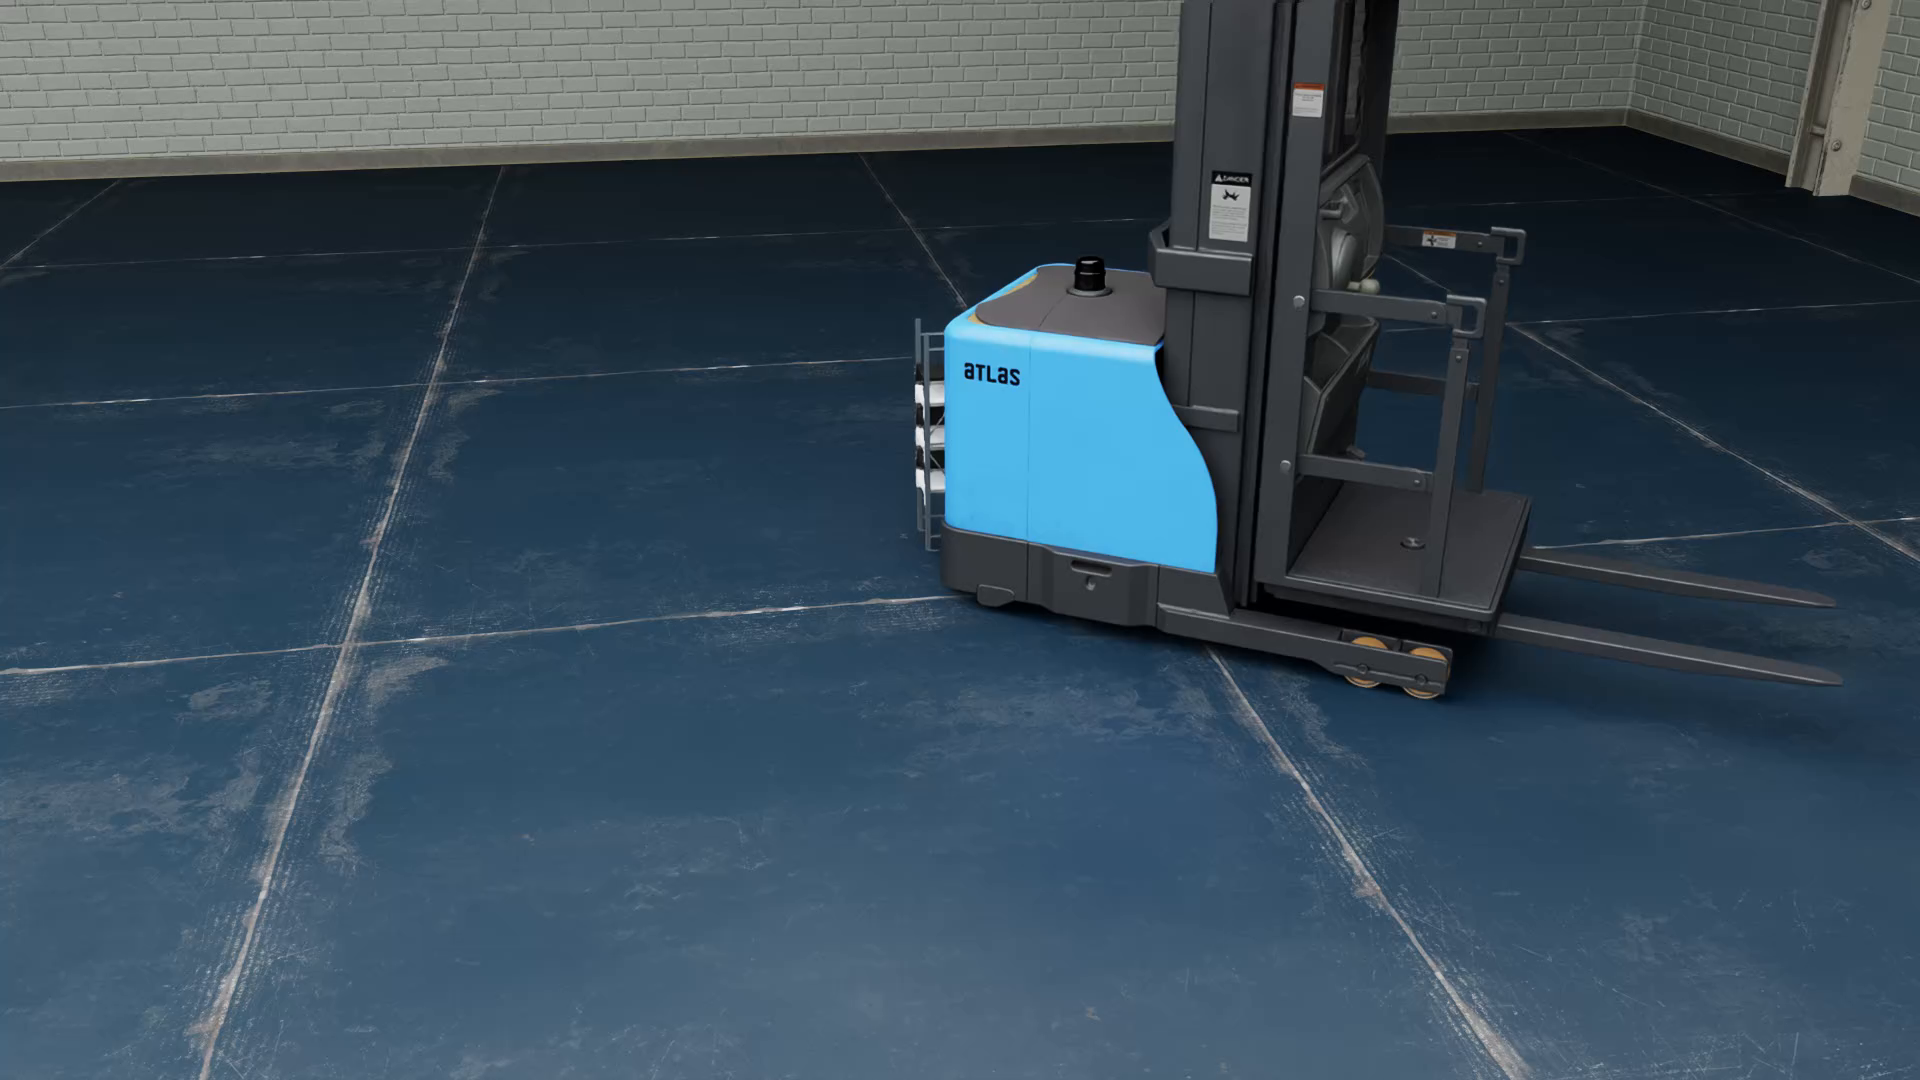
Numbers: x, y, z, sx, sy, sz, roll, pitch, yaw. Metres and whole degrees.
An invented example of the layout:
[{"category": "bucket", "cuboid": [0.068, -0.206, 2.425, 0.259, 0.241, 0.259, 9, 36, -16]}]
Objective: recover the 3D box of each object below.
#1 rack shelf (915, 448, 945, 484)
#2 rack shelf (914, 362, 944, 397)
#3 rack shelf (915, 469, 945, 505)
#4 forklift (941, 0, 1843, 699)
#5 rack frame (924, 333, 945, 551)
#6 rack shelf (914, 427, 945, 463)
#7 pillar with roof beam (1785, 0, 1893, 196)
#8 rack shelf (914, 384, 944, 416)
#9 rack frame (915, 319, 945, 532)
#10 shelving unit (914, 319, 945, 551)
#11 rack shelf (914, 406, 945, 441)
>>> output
[{"category": "rack shelf", "cuboid": [-0.037, -0.303, 6.628, 0.258, 0.077, 0.200, -4, 24, -9]}, {"category": "rack shelf", "cuboid": [-0.037, -0.633, 6.484, 0.258, 0.077, 0.200, -4, 24, -9]}, {"category": "rack shelf", "cuboid": [-0.037, -0.221, 6.664, 0.258, 0.077, 0.200, -4, 24, -9]}, {"category": "forklift", "cuboid": [1.493, -1.056, 5.507, 3.031, 2.935, 1.130, 10, 26, 22]}, {"category": "rack frame", "cuboid": [-0.019, -0.376, 6.487, 0.240, 0.900, 0.006, -4, 24, -9]}, {"category": "rack shelf", "cuboid": [-0.037, -0.386, 6.592, 0.258, 0.077, 0.200, -4, 24, -9]}, {"category": "pillar with roof beam", "cuboid": [2.488, -6.545, 10.493, 9.100, 9.000, 0.400, -4, 24, -10]}, {"category": "rack shelf", "cuboid": [-0.037, -0.551, 6.520, 0.258, 0.077, 0.200, -4, 24, -9]}, {"category": "rack frame", "cuboid": [-0.055, -0.456, 6.671, 0.240, 0.900, 0.006, -4, 24, -9]}, {"category": "shelving unit", "cuboid": [-0.037, -0.416, 6.579, 0.258, 0.900, 0.210, -4, 24, -9]}, {"category": "rack shelf", "cuboid": [-0.037, -0.468, 6.556, 0.258, 0.077, 0.200, -4, 24, -9]}]
